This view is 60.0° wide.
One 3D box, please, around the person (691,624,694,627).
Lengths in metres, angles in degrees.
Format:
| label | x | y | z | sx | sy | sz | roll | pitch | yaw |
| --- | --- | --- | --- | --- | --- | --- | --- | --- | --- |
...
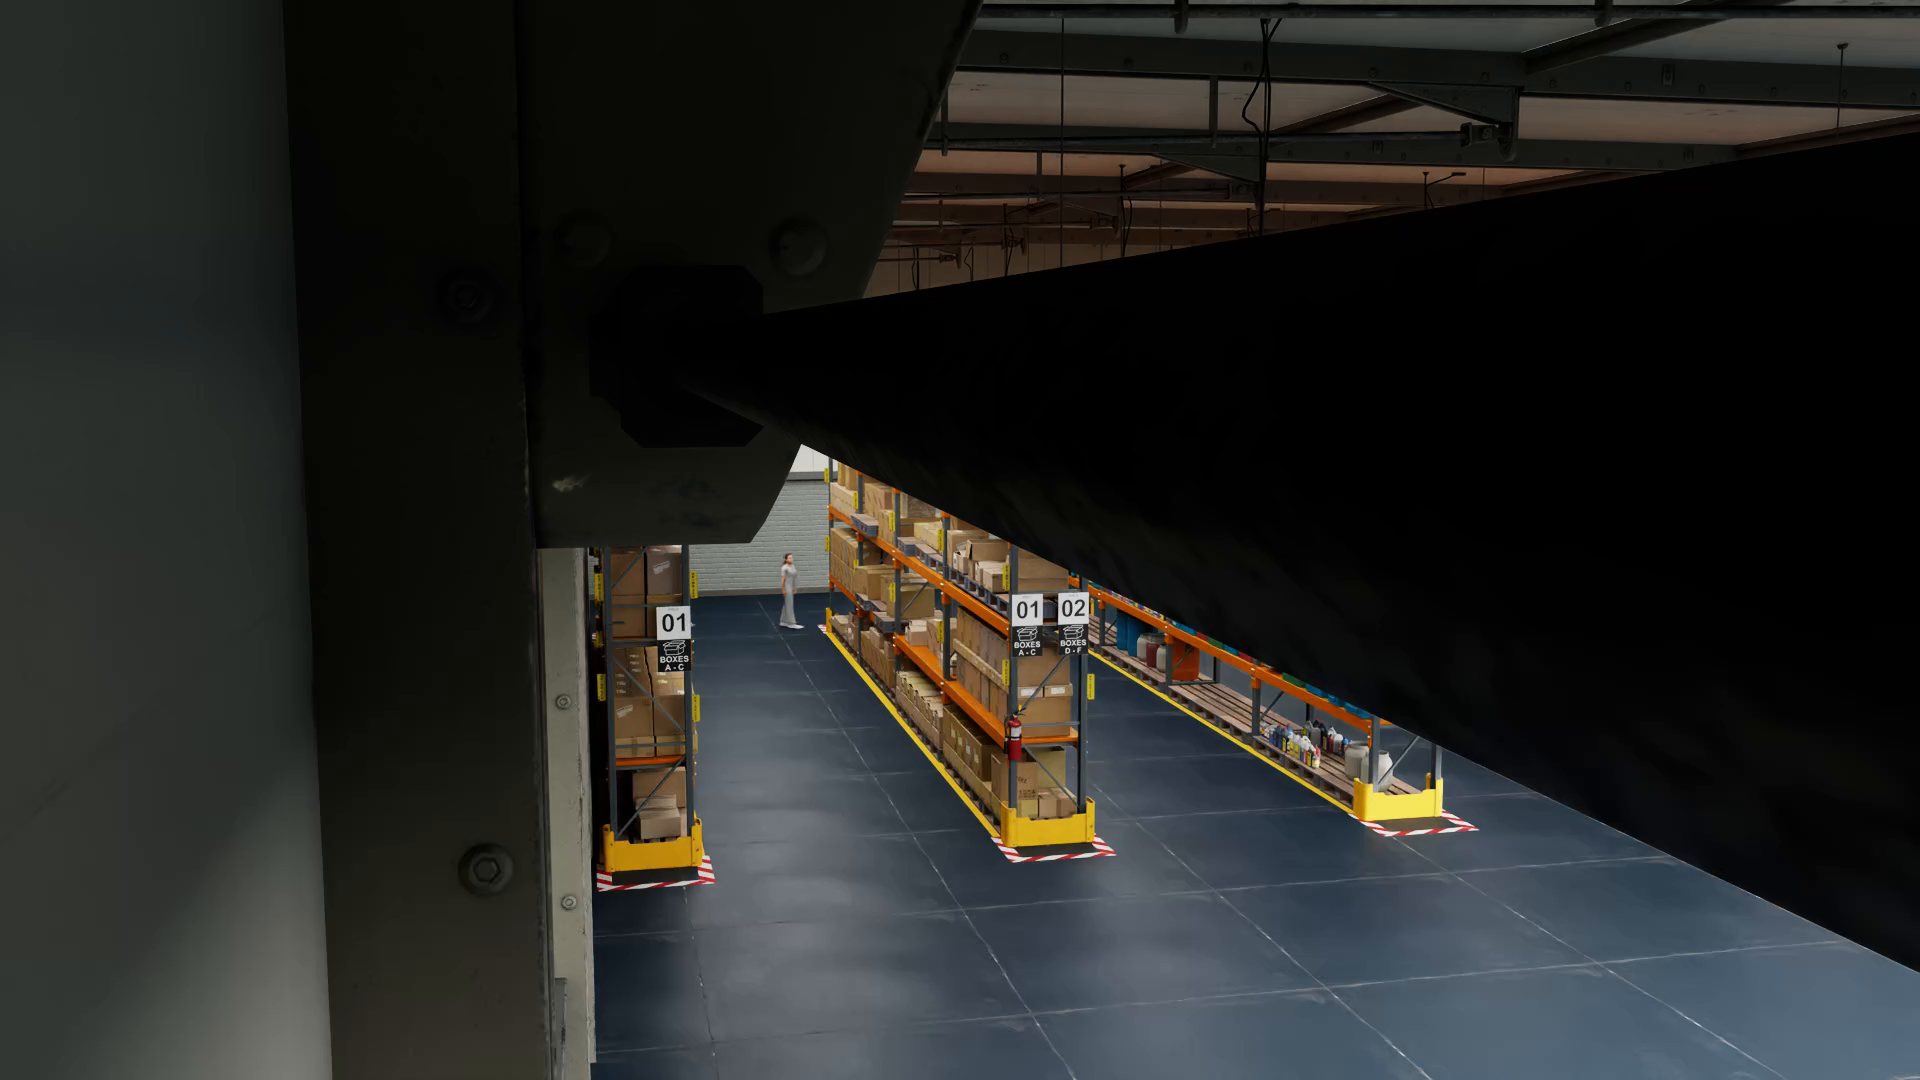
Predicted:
| label | x | y | z | sx | sy | sz | roll | pitch | yaw |
| --- | --- | --- | --- | --- | --- | --- | --- | --- | --- |
| person | -6.247 | 1.056 | 36.936 | 0.610 | 1.767 | 0.598 | -2 | 7 | -13 |

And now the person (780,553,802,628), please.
| label | x | y | z | sx | sy | sz | roll | pitch | yaw |
| --- | --- | --- | --- | --- | --- | --- | --- | --- | --- |
| person | -3.743 | 1.117 | 36.993 | 0.591 | 1.672 | 0.473 | 2 | 7 | 20 |
